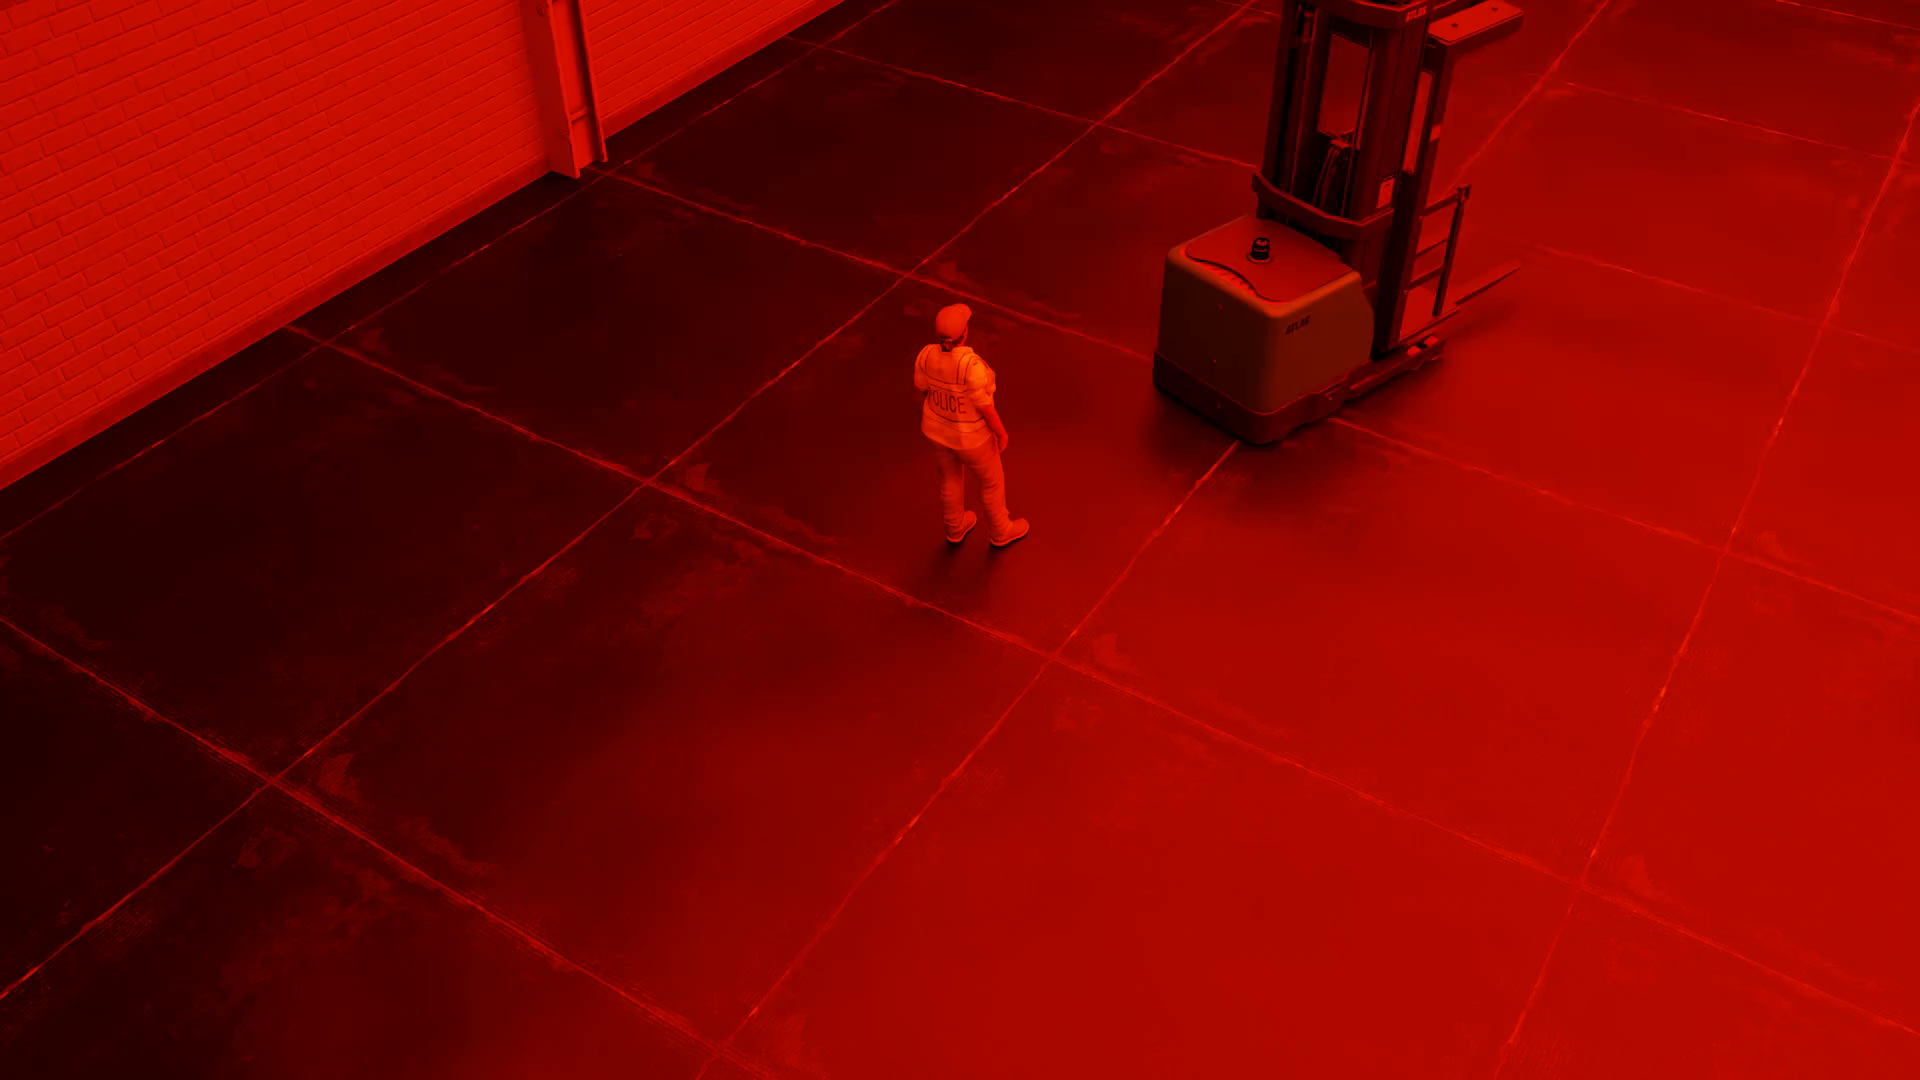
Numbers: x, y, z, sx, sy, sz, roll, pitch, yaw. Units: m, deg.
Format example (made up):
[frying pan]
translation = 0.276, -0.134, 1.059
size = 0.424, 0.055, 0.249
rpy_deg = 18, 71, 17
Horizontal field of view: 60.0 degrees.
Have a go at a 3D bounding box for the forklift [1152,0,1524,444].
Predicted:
[forklift]
translation = 2.784, -2.542, 10.966
size = 3.031, 2.935, 1.130
rpy_deg = -28, 48, -29

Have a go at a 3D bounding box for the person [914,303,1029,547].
[person]
translation = 0.060, -0.676, 9.731
size = 0.599, 1.670, 0.529
rpy_deg = 22, 45, 24
